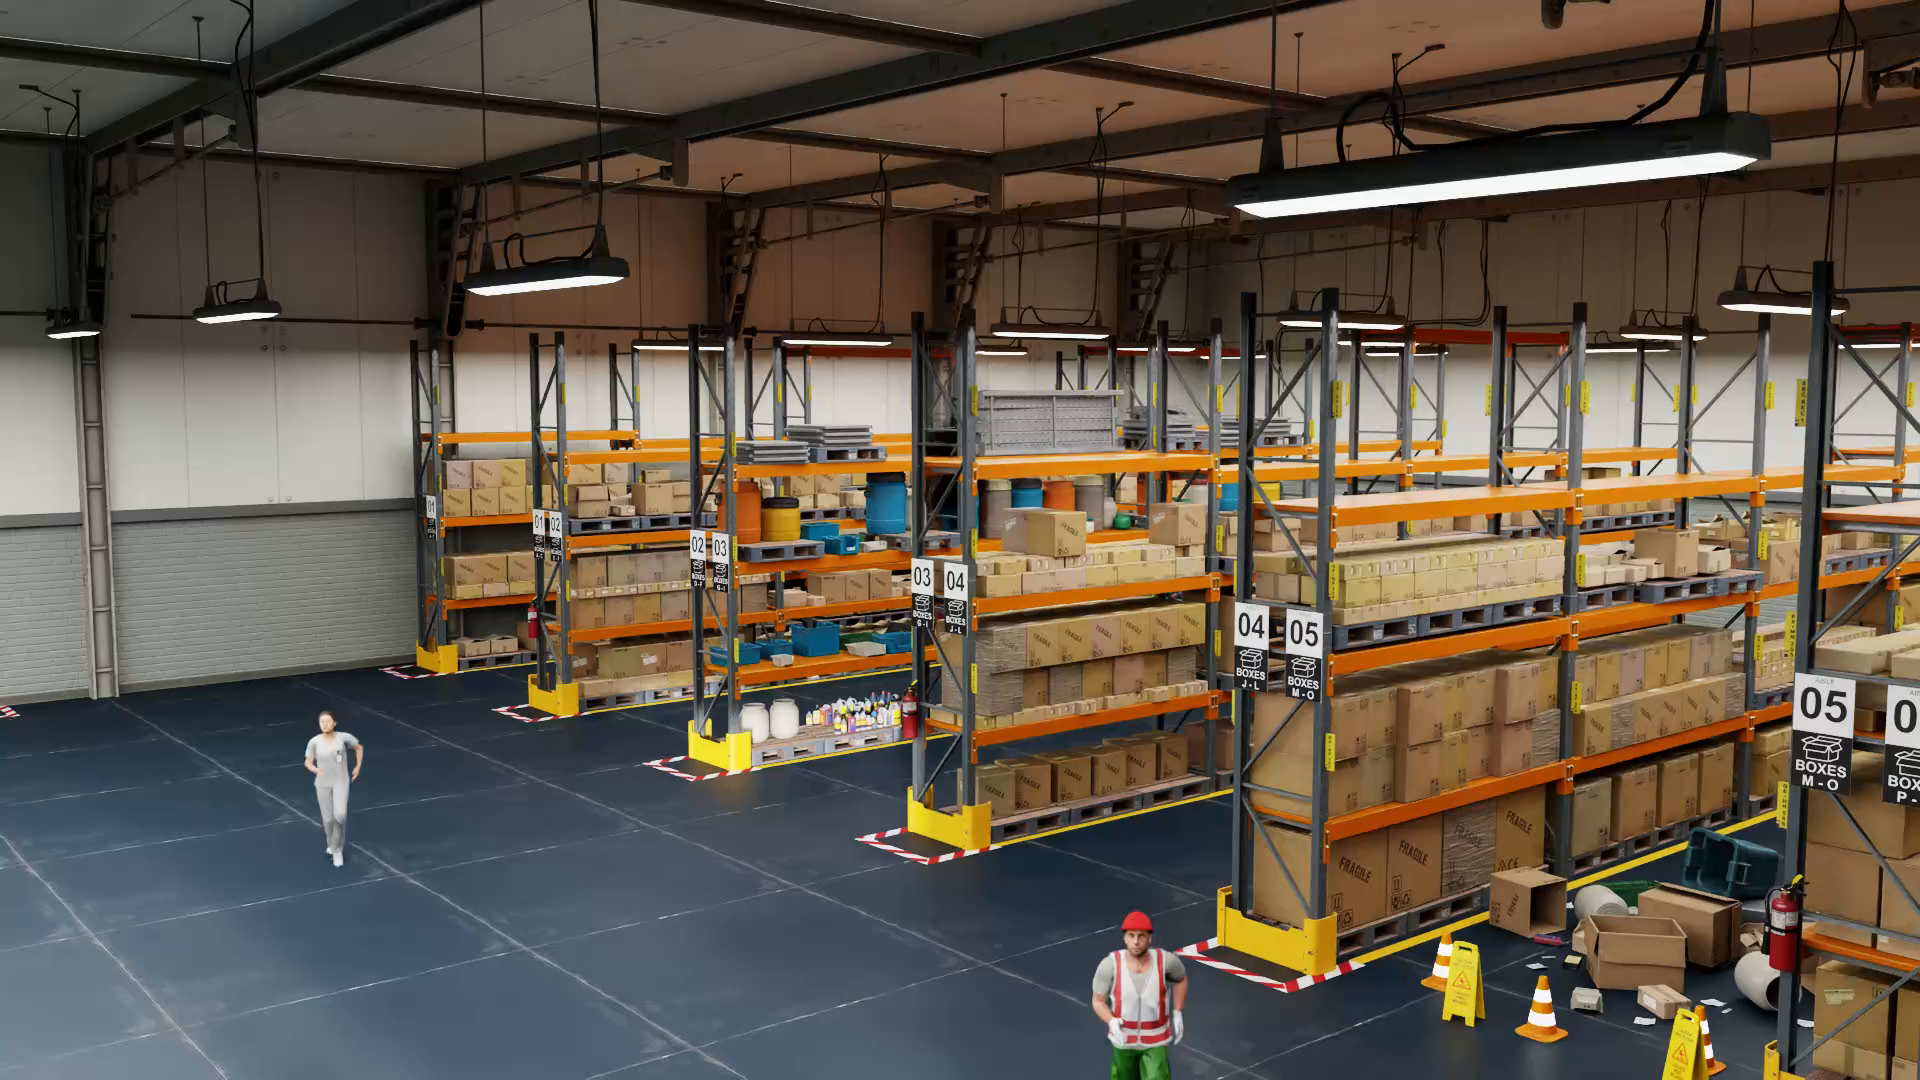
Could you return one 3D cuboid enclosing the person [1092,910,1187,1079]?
[{"bbox_3d":[1.160,3.289,10.799,0.610,1.802,0.737,1,5,9],"label":"person"}]

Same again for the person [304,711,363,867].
[{"bbox_3d":[-6.805,2.684,18.072,0.571,1.675,0.709,-1,5,-13],"label":"person"}]
